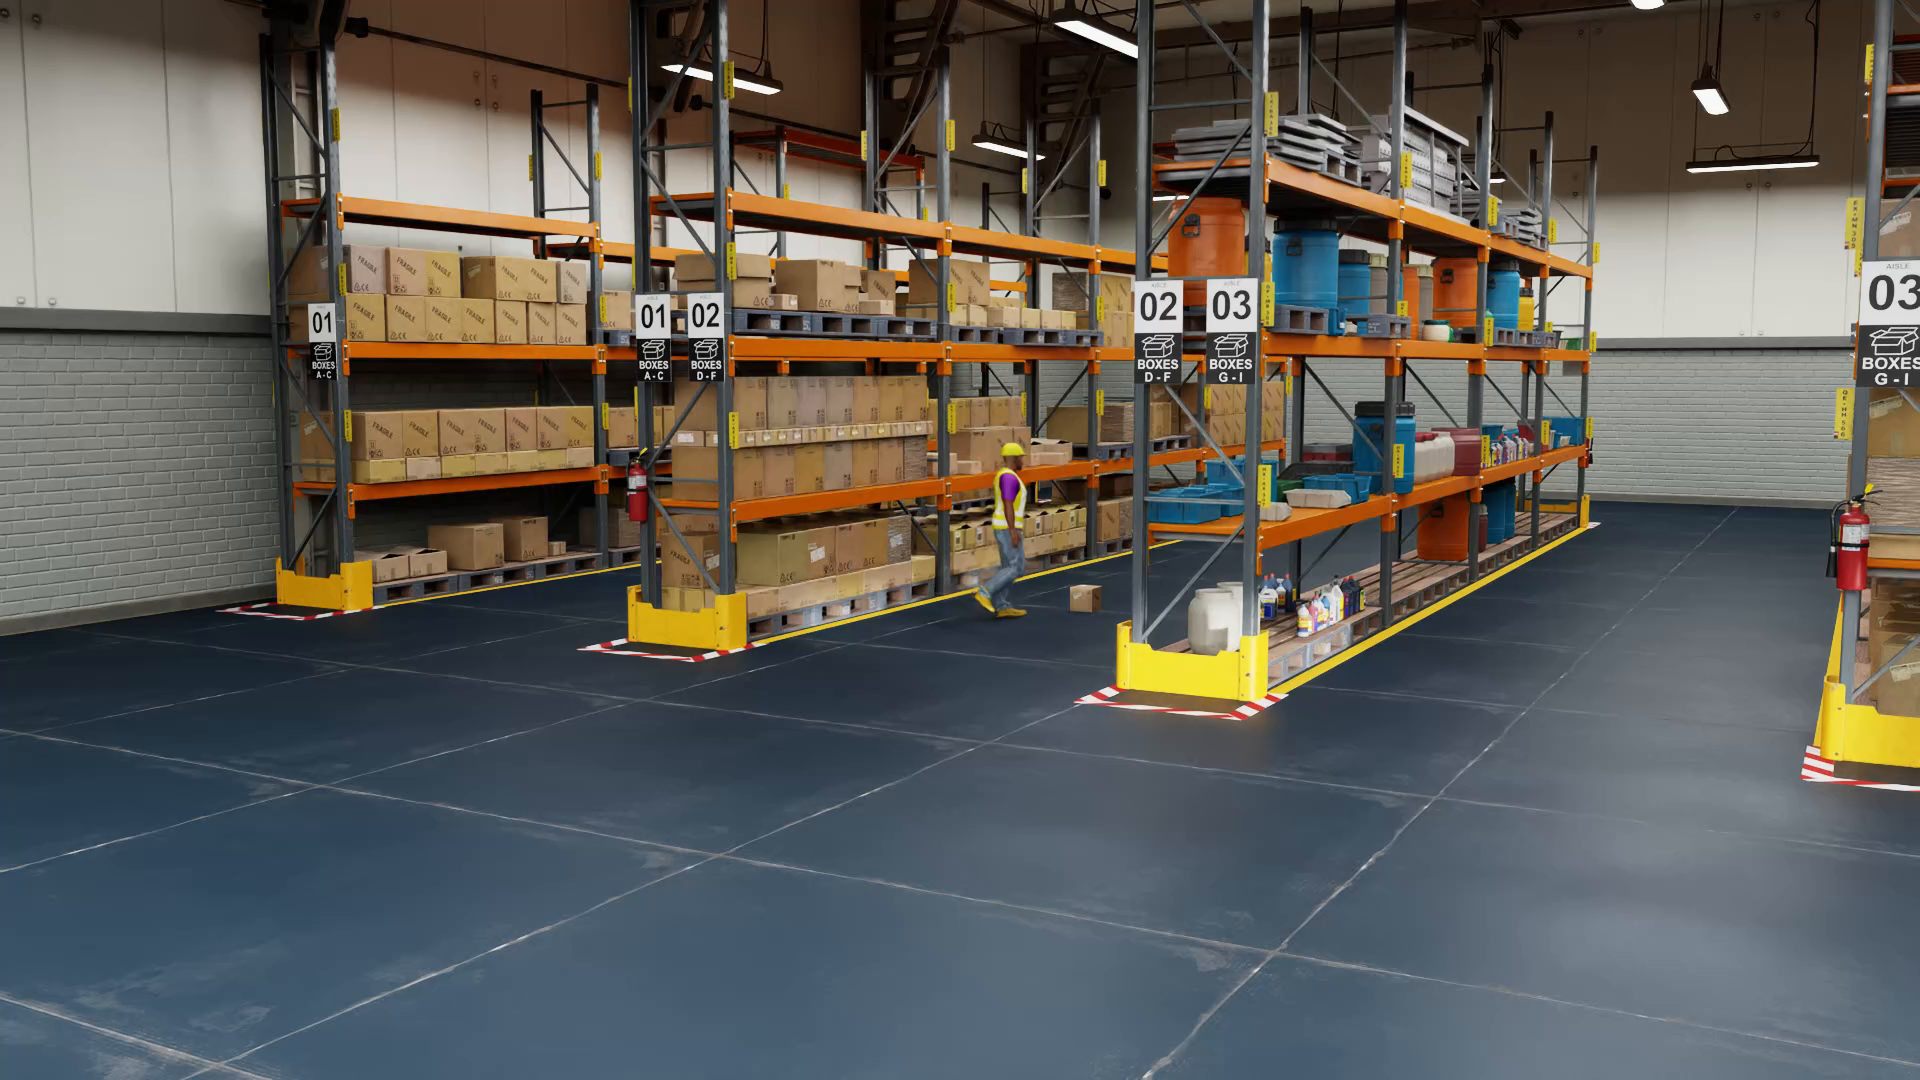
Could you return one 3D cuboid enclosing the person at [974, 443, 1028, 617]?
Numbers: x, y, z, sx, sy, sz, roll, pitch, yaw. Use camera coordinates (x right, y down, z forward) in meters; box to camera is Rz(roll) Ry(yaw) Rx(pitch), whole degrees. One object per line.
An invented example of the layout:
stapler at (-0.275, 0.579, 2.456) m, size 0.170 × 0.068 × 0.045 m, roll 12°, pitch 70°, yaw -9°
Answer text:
person at (0.413, -0.097, 16.826) m, size 0.565 × 1.764 × 0.608 m, roll 0°, pitch 6°, yaw -4°
